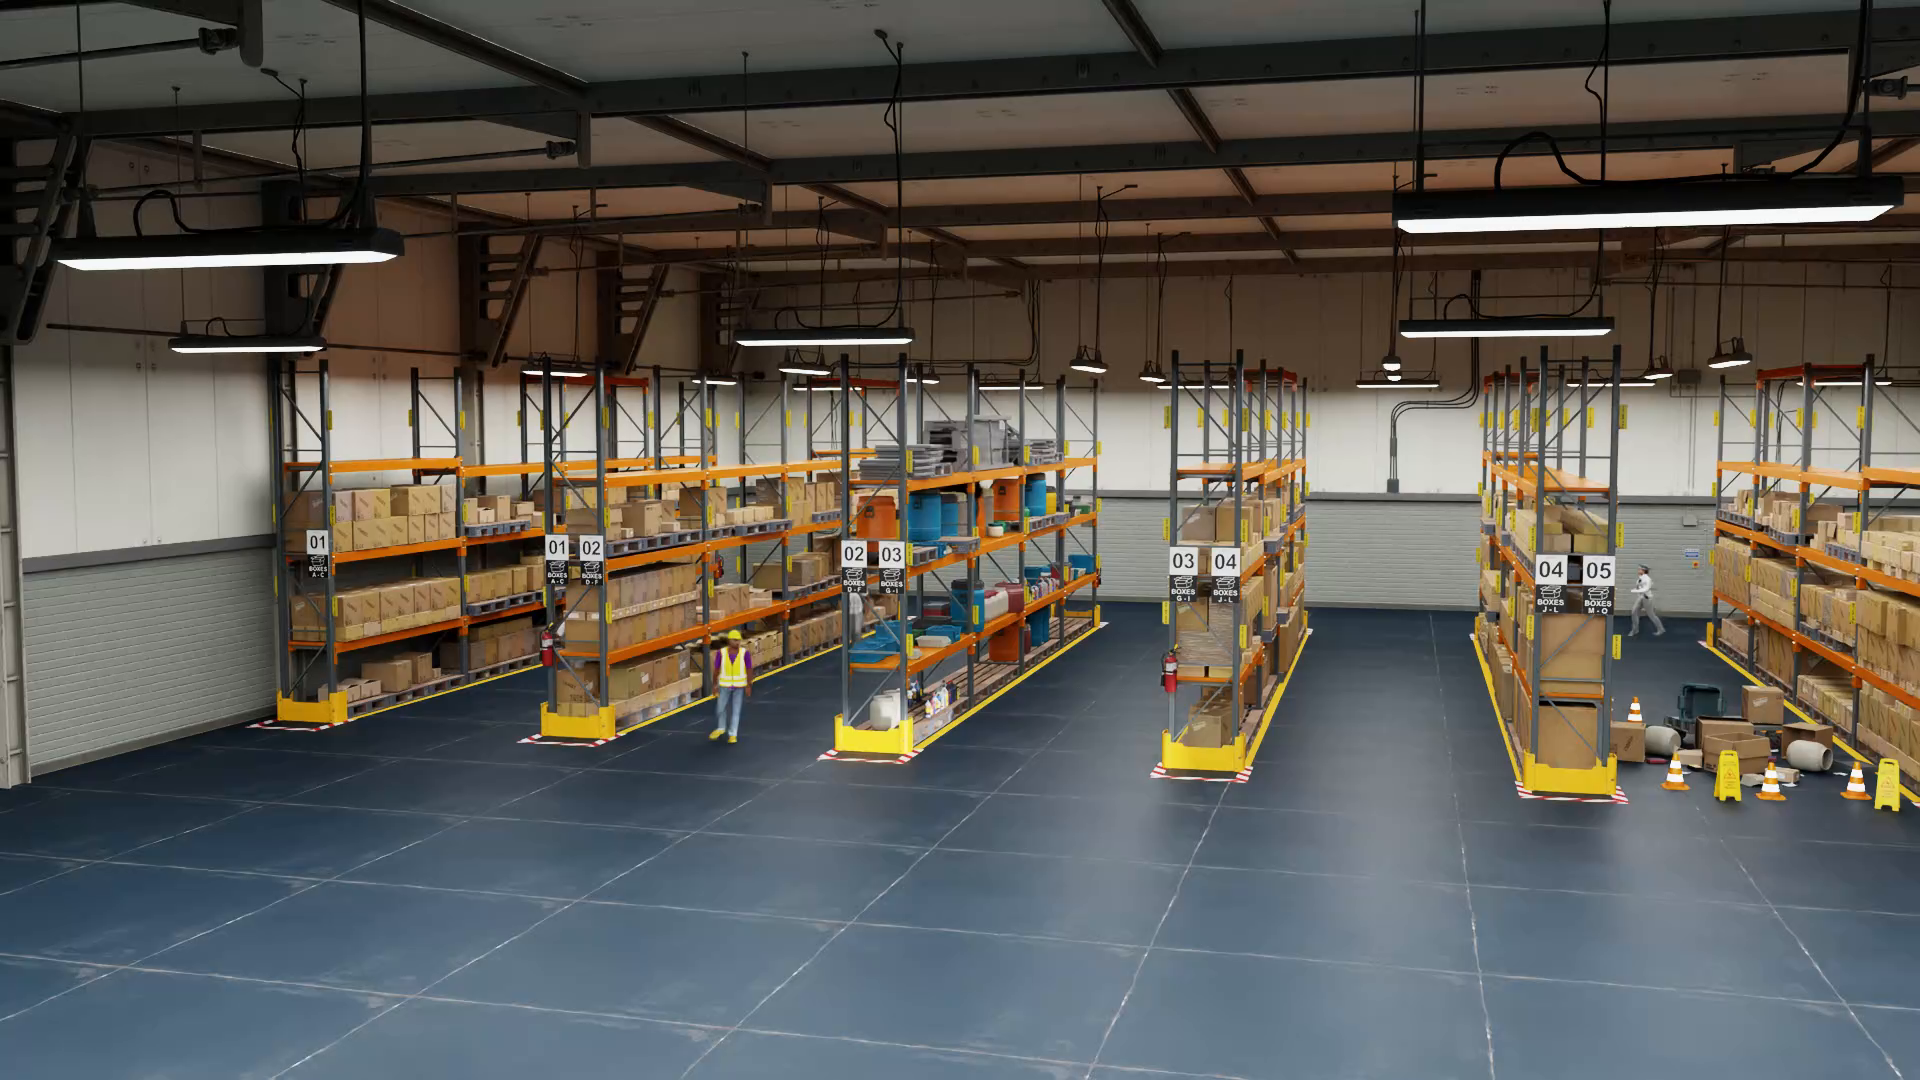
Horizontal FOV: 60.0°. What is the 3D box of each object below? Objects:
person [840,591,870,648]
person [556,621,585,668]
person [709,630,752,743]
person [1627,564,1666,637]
[{"bbox_3d":[-2.100,1.516,33.081,0.531,1.779,0.810,0,4,7],"label":"person"},{"bbox_3d":[-6.868,1.995,29.833,0.703,1.733,0.927,0,4,2],"label":"person"},{"bbox_3d":[-3.556,2.264,25.748,0.673,1.751,0.467,-1,4,-9],"label":"person"},{"bbox_3d":[15.823,1.402,38.320,0.804,1.719,0.612,1,4,9],"label":"person"}]
